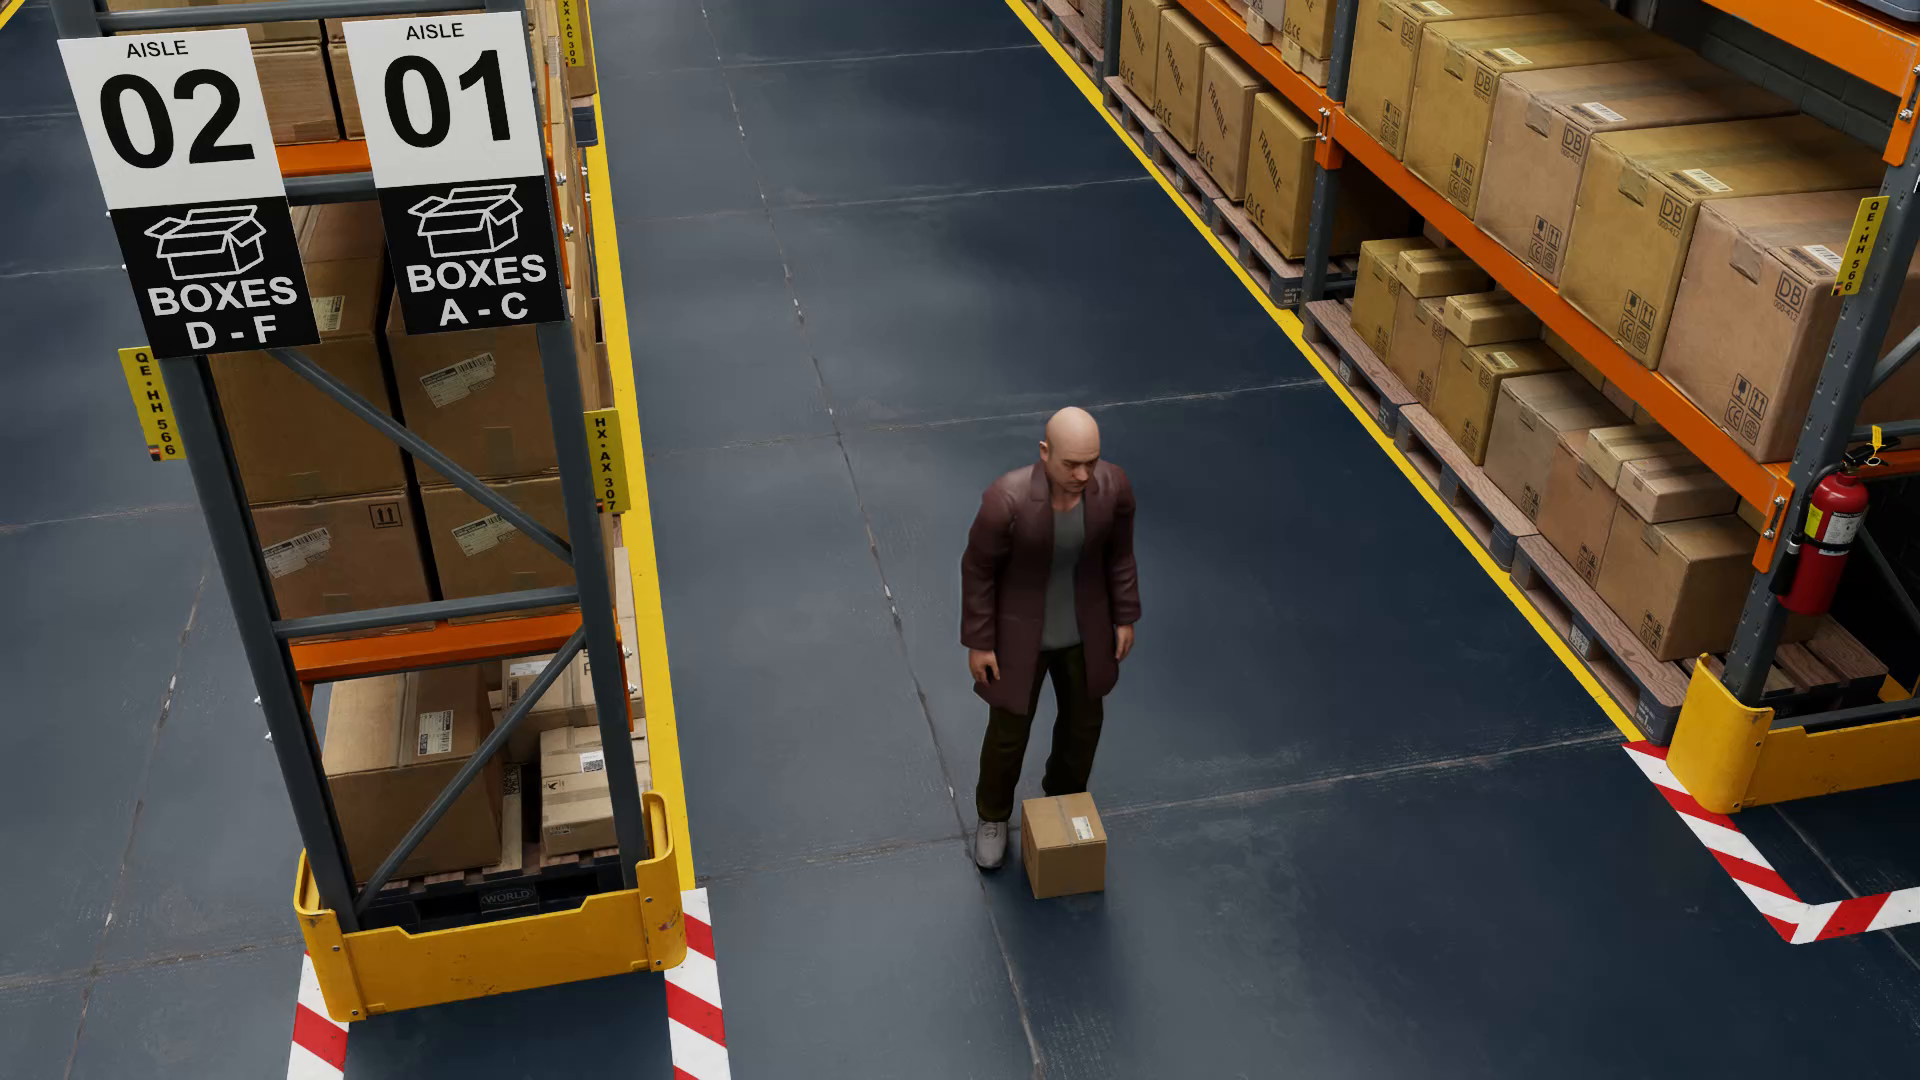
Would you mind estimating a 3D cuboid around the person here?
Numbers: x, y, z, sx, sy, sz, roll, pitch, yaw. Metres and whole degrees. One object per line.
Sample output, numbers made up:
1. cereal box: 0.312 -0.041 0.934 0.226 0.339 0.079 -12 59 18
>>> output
1. person: 0.315 0.317 5.685 0.648 1.772 0.429 -9 35 -13
